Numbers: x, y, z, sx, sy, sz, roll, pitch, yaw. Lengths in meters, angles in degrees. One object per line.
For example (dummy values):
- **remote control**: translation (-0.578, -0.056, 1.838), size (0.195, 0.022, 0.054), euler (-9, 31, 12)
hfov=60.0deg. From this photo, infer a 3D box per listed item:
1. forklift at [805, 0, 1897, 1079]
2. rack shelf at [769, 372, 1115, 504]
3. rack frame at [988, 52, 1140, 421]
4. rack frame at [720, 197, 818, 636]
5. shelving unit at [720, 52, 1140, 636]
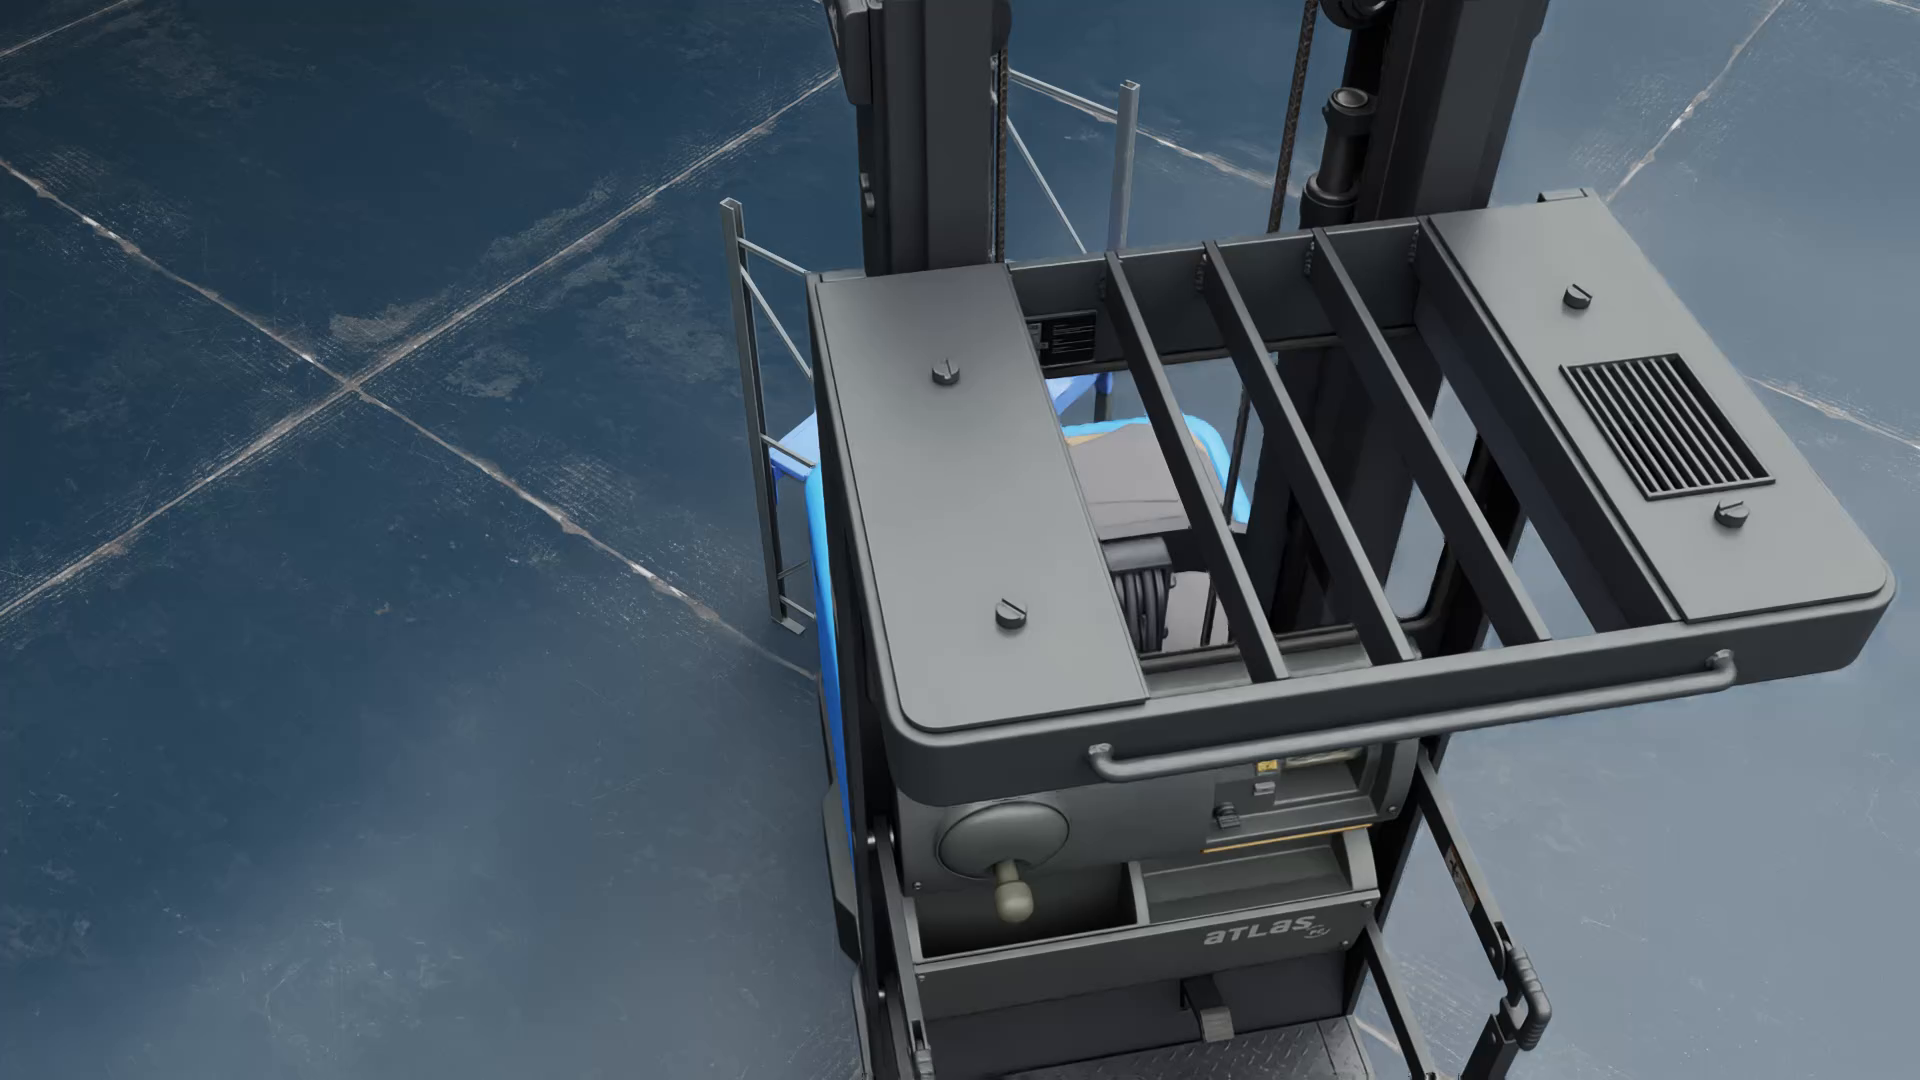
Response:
- **forklift**: translation (0.389, 0.515, 2.731), size (1.130, 2.935, 3.031), euler (-8, 47, -7)
- **rack shelf**: translation (-0.052, -0.345, 4.791), size (0.538, 0.185, 1.000), euler (29, 53, 25)
- **rack frame**: translation (0.259, -0.760, 4.939), size (0.500, 1.500, 0.032), euler (29, 53, 25)
- **rack frame**: translation (-0.363, -0.178, 4.383), size (0.500, 1.500, 0.032), euler (29, 53, 25)
- **shelving unit**: translation (-0.052, -0.469, 4.661), size (0.538, 1.500, 1.048), euler (29, 53, 25)
